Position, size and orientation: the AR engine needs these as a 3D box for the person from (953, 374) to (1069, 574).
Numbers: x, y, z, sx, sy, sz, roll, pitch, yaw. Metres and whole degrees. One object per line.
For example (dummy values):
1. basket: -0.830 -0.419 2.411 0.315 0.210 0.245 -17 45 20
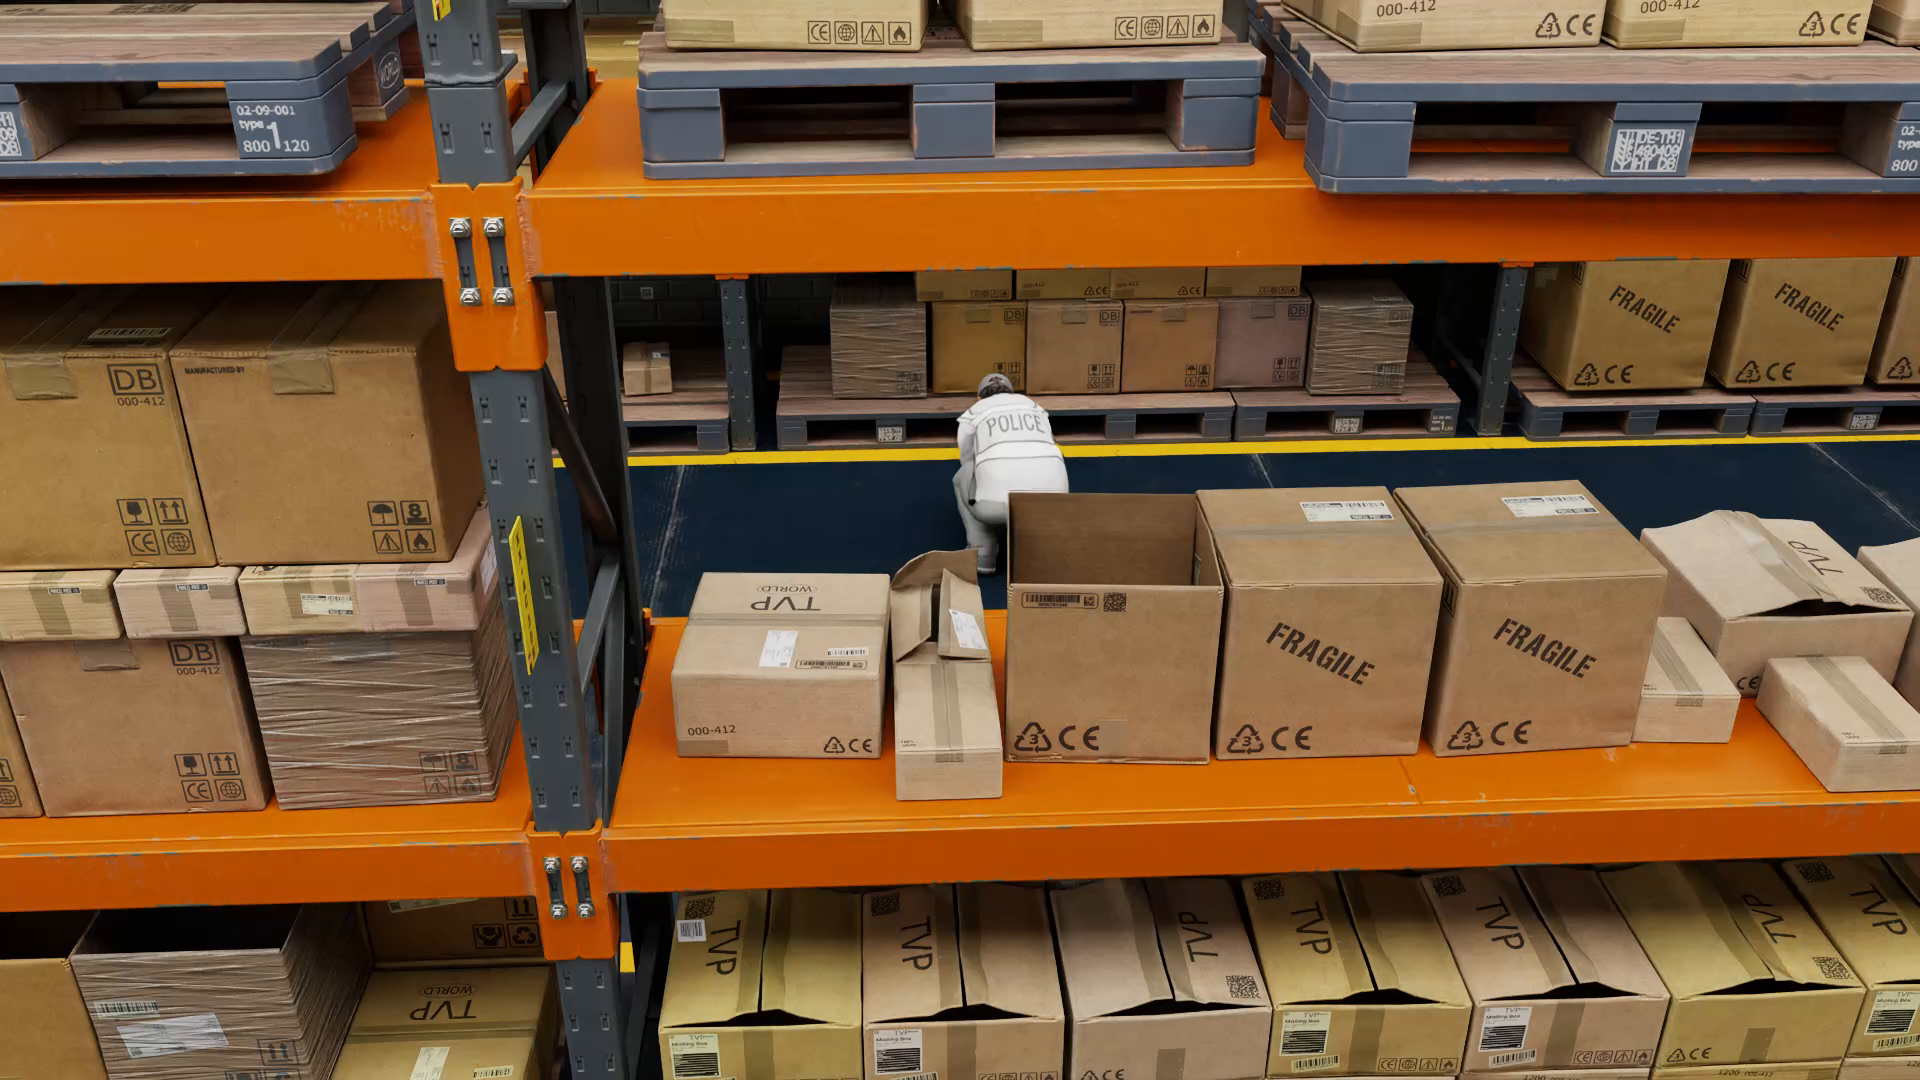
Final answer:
1. person: 0.230 -0.269 7.690 0.520 0.796 0.910 -2 28 -3
